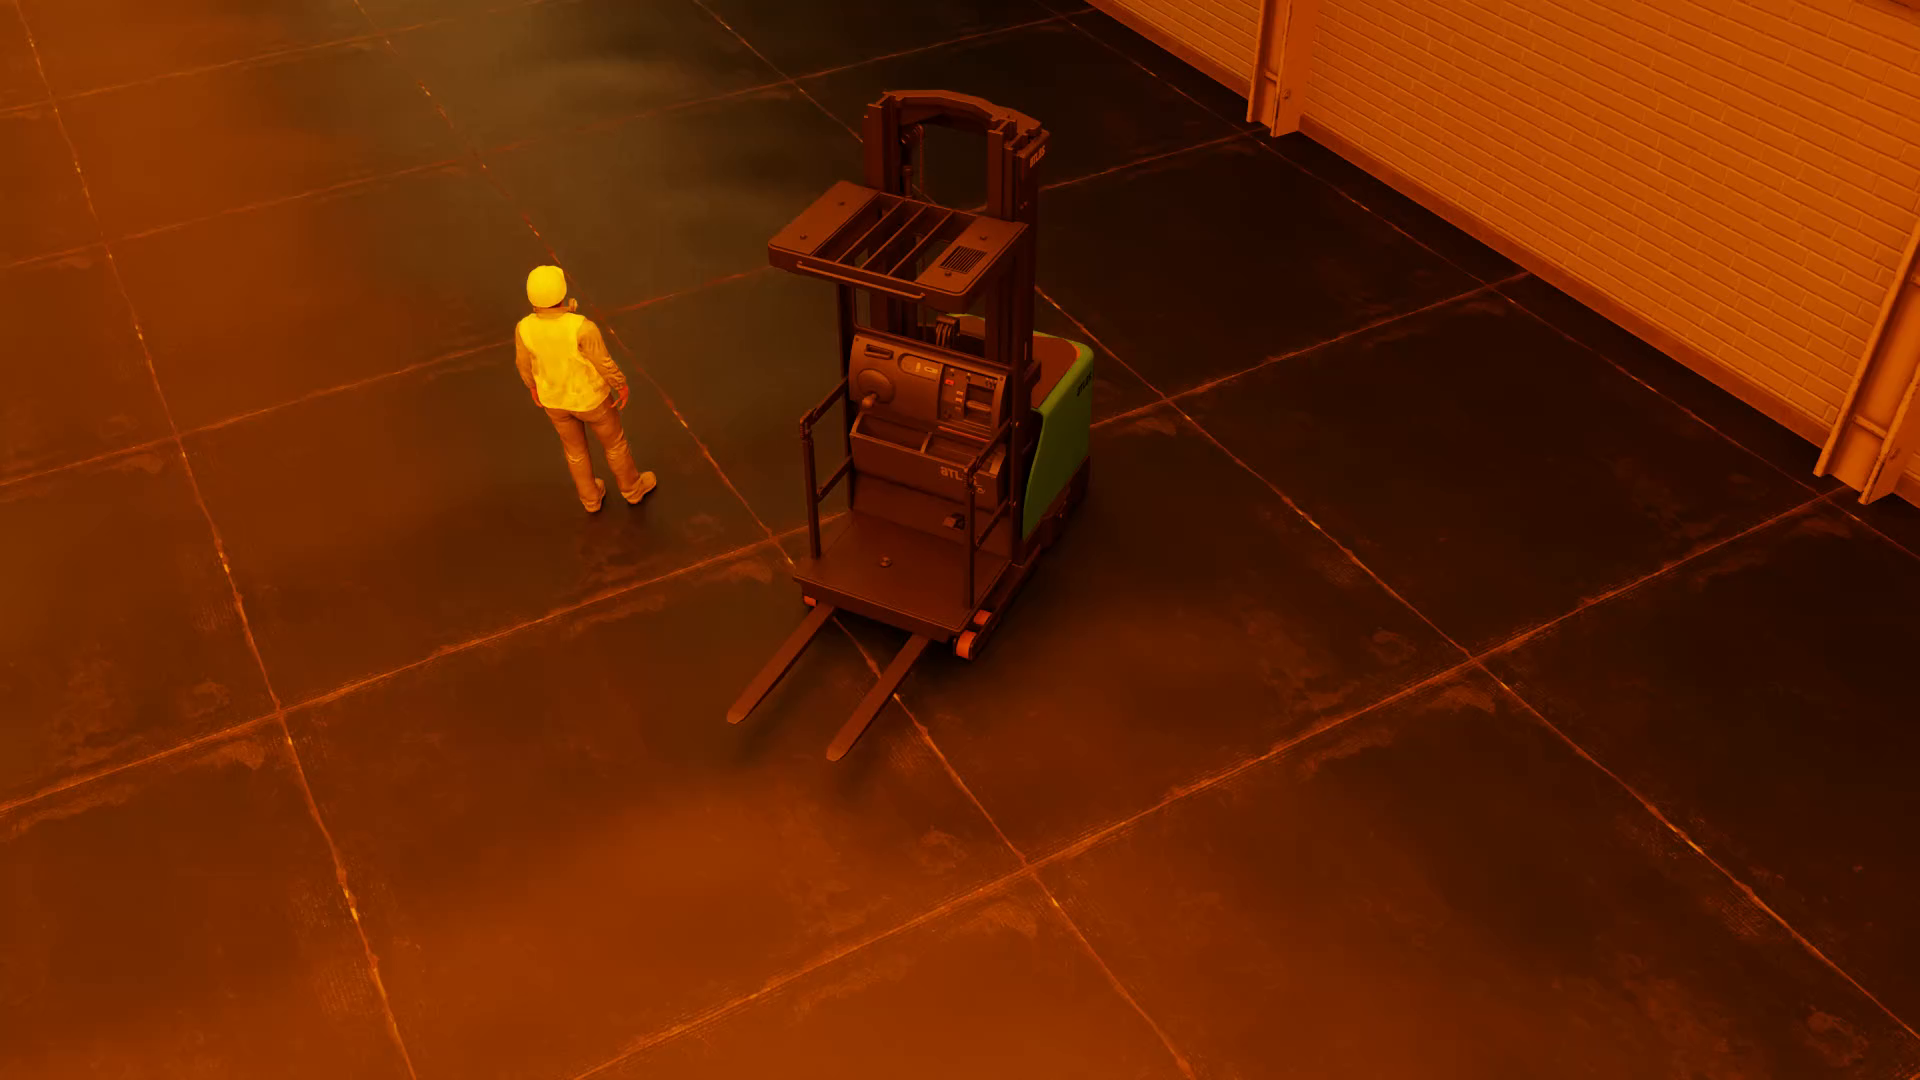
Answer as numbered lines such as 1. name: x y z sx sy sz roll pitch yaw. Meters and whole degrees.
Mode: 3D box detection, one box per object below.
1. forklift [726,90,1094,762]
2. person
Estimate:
1. forklift: -0.276 -0.770 8.965 1.130 2.935 3.031 17 43 20
2. person: -2.299 -0.932 10.059 0.633 1.771 0.566 5 40 6
